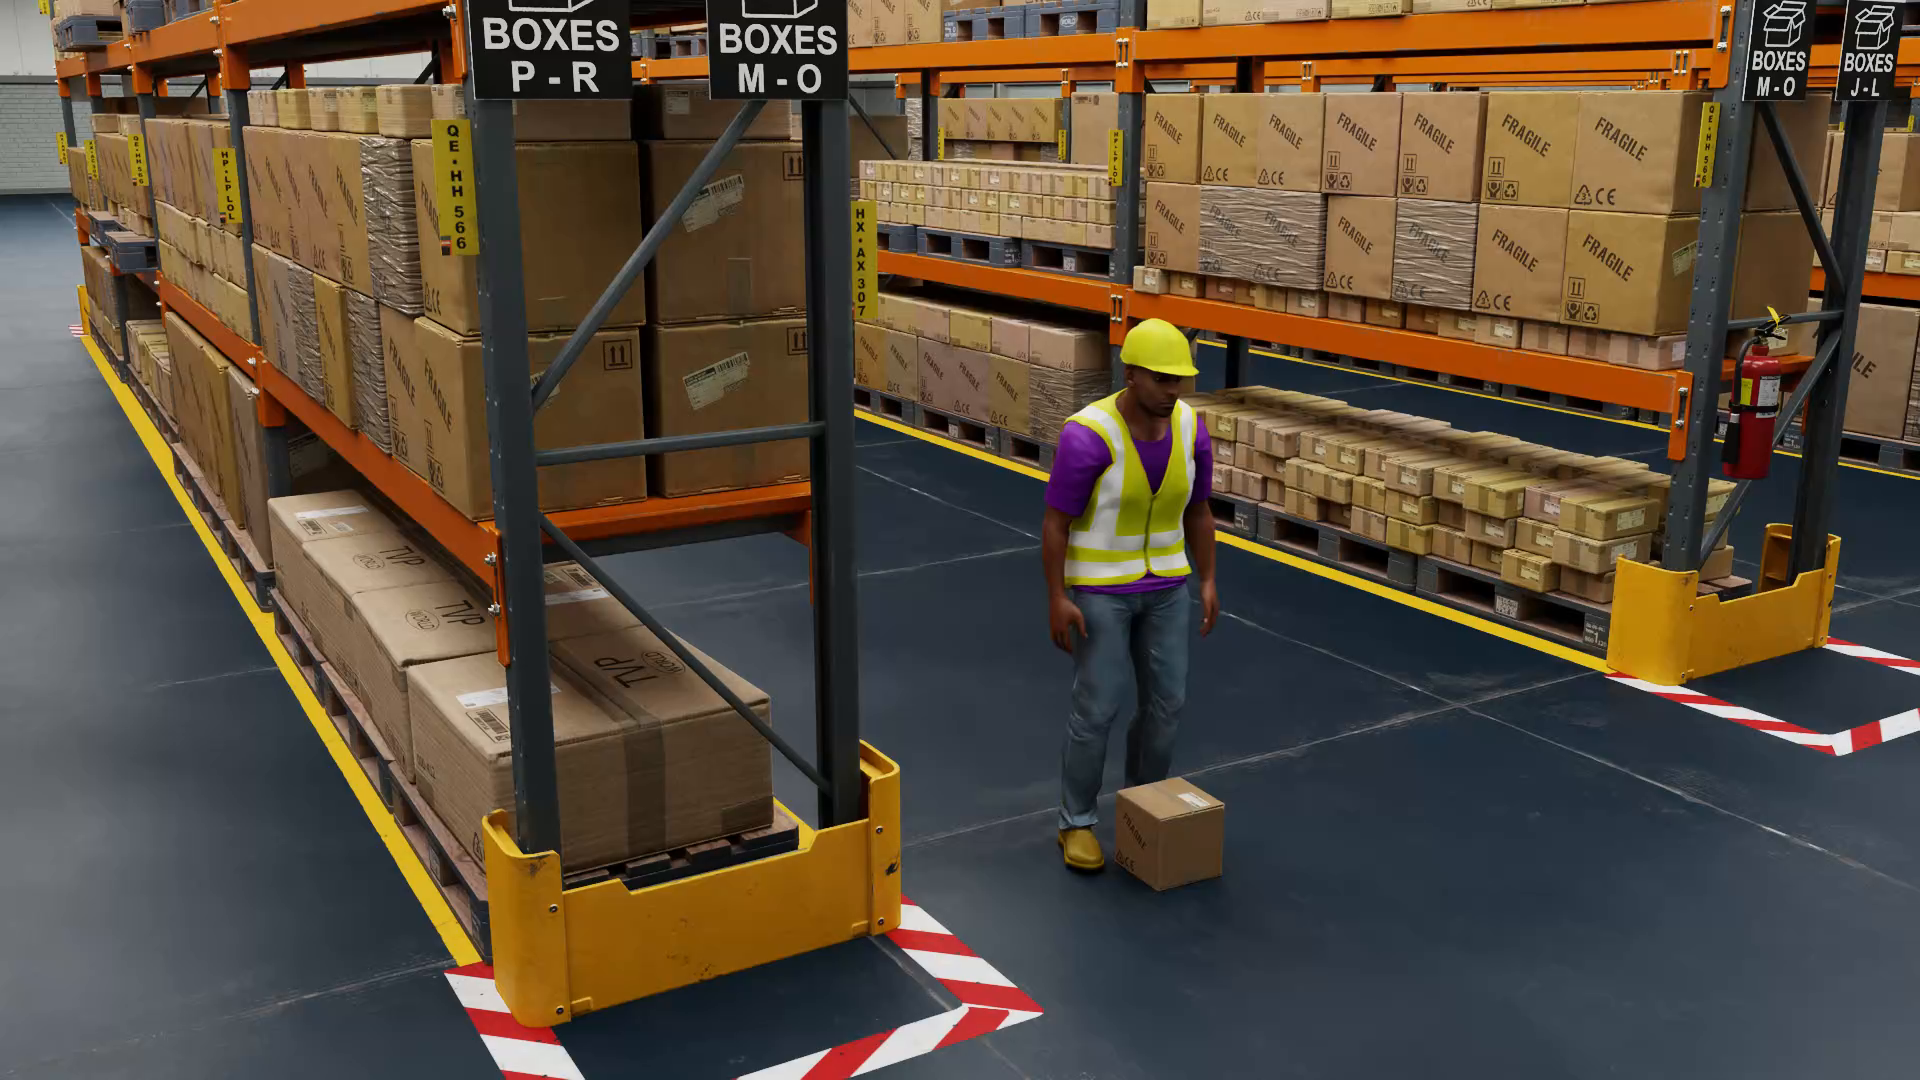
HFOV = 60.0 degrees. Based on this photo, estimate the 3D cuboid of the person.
[{"bbox_3d":[0.559,0.164,5.353,0.628,1.761,0.457,-7,16,-24],"label":"person"}]
